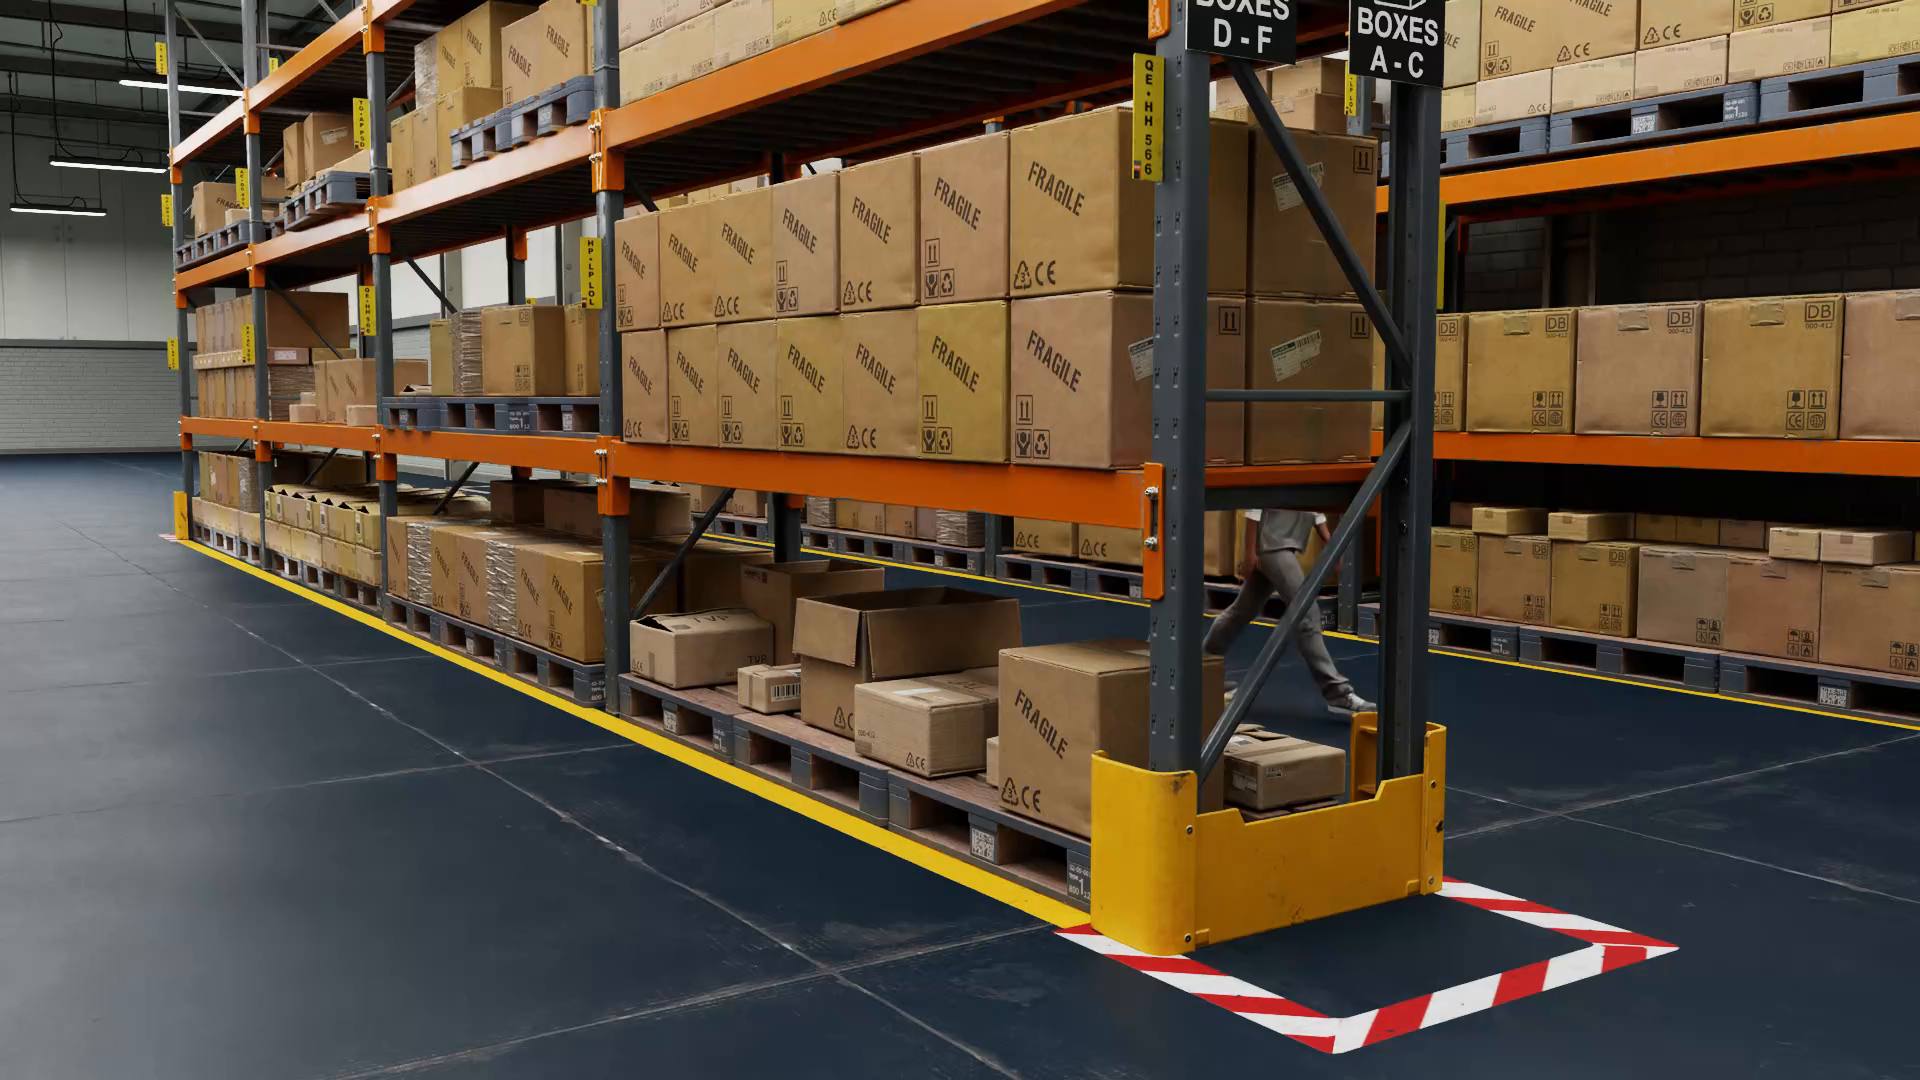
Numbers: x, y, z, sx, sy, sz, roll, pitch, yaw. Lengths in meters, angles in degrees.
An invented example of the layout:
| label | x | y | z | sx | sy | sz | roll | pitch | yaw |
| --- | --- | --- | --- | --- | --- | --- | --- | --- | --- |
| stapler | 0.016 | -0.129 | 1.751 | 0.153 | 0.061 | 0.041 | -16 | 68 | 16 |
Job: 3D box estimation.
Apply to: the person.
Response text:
| label | x | y | z | sx | sy | sz | roll | pitch | yaw |
| --- | --- | --- | --- | --- | --- | --- | --- | --- | --- |
| person | 1.538 | 0.028 | 7.867 | 1.004 | 1.528 | 0.432 | 2 | 5 | 27 |
